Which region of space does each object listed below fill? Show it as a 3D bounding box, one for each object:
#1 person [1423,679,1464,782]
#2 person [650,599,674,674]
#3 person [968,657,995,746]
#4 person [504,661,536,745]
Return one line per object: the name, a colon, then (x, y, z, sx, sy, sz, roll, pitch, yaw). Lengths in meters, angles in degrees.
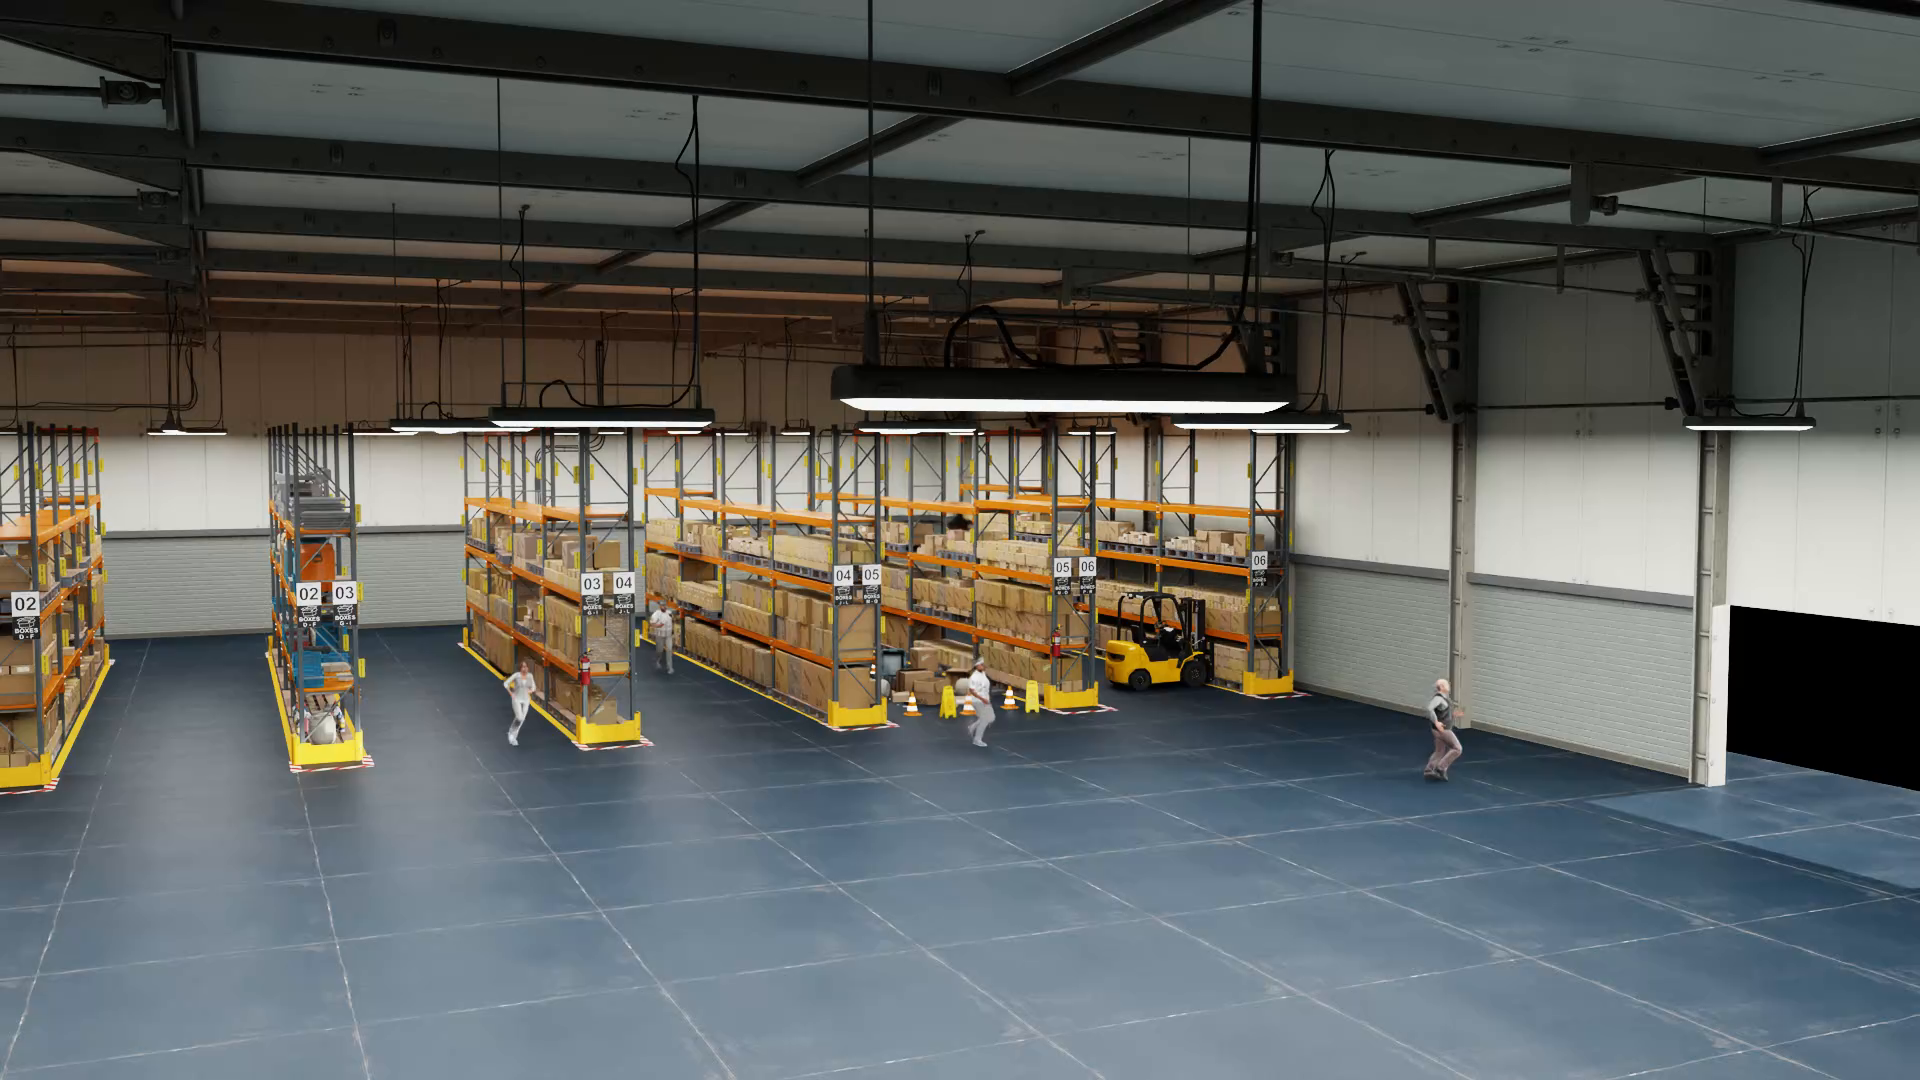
person: (8.065, 3.169, 27.690, 0.642, 1.699, 0.644, 1, 4, 11)
person: (-7.251, 2.332, 40.647, 0.659, 1.791, 0.967, -2, 4, -28)
person: (0.375, 3.007, 31.019, 0.513, 1.664, 0.581, 2, 4, 27)
person: (-8.192, 3.042, 31.076, 0.538, 1.575, 0.574, -3, 4, -38)
